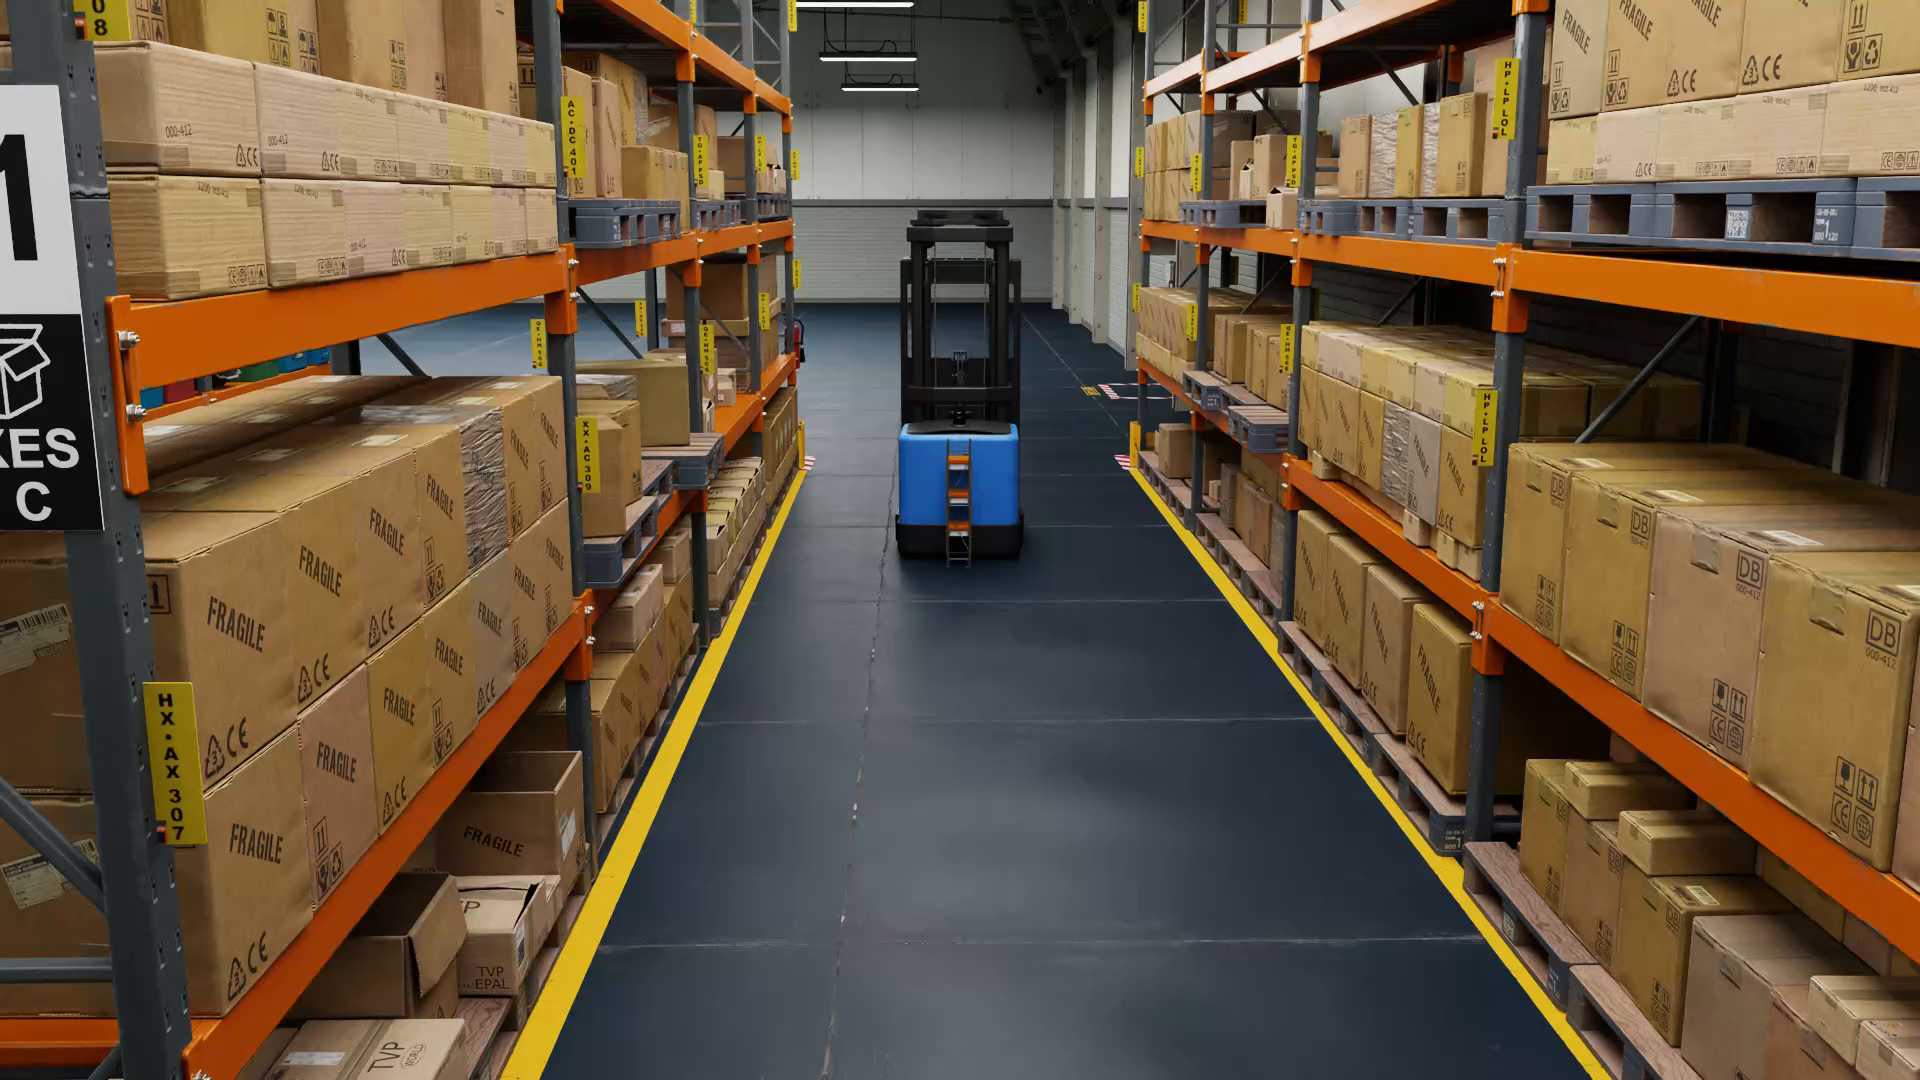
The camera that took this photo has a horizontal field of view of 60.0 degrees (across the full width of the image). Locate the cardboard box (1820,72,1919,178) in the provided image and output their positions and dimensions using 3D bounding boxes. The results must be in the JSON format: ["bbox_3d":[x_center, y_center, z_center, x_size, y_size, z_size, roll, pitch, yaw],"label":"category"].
[{"bbox_3d":[2.601,-1.062,4.273,0.500,0.250,0.500,-1,11,-3],"label":"cardboard box"}]

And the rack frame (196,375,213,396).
[{"bbox_3d":[-7.260,-1.507,14.943,1.000,3.000,0.127,0,11,-1],"label":"rack frame"}]

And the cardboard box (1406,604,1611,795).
[{"bbox_3d":[2.667,0.762,8.111,0.750,0.750,0.750,0,11,0],"label":"cardboard box"}]

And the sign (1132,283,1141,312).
[{"bbox_3d":[2.020,-2.765,18.966,0.100,0.325,0.005,0,11,-1],"label":"sign"}]

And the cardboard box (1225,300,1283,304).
[{"bbox_3d":[2.837,-2.049,16.054,0.500,0.500,0.500,0,11,-1],"label":"cardboard box"}]

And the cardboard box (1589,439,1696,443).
[{"bbox_3d":[3.053,-0.255,7.720,0.500,0.500,0.500,-1,11,-3],"label":"cardboard box"}]

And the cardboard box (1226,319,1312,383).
[{"bbox_3d":[2.626,-1.600,14.043,0.700,0.500,0.500,1,12,5],"label":"cardboard box"}]

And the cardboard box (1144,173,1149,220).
[{"bbox_3d":[2.319,-3.804,18.420,0.500,0.500,0.500,0,11,0],"label":"cardboard box"}]

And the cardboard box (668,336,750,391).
[{"bbox_3d":[-2.323,-1.664,15.465,0.700,0.500,0.500,-1,11,-3],"label":"cardboard box"}]

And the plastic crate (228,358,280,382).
[{"bbox_3d":[-7.006,-1.674,16.300,0.450,0.188,0.662,0,11,-1],"label":"plastic crate"}]

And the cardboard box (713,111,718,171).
[{"bbox_3d":[-2.334,-3.374,14.035,0.500,0.500,0.500,0,11,0],"label":"cardboard box"}]

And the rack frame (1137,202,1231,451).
[{"bbox_3d":[2.562,-2.343,19.063,1.000,3.000,0.127,0,11,-1],"label":"rack frame"}]

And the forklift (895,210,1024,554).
[{"bbox_3d":[0.008,-1.560,15.377,1.130,2.935,3.031,0,11,1],"label":"forklift"}]

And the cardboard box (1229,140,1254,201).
[{"bbox_3d":[2.576,-3.164,14.257,0.500,0.500,0.500,1,12,7],"label":"cardboard box"}]

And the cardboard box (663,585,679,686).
[{"bbox_3d":[-1.960,0.566,9.907,0.500,0.500,0.500,-1,11,-3],"label":"cardboard box"}]

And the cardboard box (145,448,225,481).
[{"bbox_3d":[-2.370,0.029,4.606,0.500,0.500,0.500,0,11,0],"label":"cardboard box"}]

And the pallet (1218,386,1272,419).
[{"bbox_3d":[2.646,-1.052,13.182,1.003,0.211,1.213,0,11,-1],"label":"pallet"}]

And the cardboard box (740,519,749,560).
[{"bbox_3d":[-1.980,0.000,13.376,0.500,0.250,0.500,0,11,0],"label":"cardboard box"}]

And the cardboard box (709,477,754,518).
[{"bbox_3d":[-1.988,-0.378,13.826,0.500,0.311,0.500,0,11,-1],"label":"cardboard box"}]

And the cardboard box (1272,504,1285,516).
[{"bbox_3d":[2.766,0.011,12.641,0.700,0.500,0.500,0,11,-1],"label":"cardboard box"}]

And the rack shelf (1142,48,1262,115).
[{"bbox_3d":[2.604,-4.531,16.579,1.077,0.370,4.000,0,11,-1],"label":"rack shelf"}]

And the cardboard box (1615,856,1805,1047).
[{"bbox_3d":[2.739,1.413,5.782,0.700,0.500,0.500,0,11,0],"label":"cardboard box"}]

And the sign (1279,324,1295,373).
[{"bbox_3d":[2.185,-1.277,11.097,0.100,0.325,0.005,0,11,-1],"label":"sign"}]

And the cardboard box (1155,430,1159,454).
[{"bbox_3d":[2.487,-1.103,18.607,0.500,0.311,0.500,-2,12,-8],"label":"cardboard box"}]

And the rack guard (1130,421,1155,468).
[{"bbox_3d":[2.564,-1.103,19.237,1.175,0.500,0.348,0,11,-1],"label":"rack guard"}]

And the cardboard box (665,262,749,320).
[{"bbox_3d":[-2.323,-2.300,15.336,0.700,0.500,0.500,0,11,-1],"label":"cardboard box"}]

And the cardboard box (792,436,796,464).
[{"bbox_3d":[-2.061,-0.975,18.182,0.500,0.250,0.500,0,11,-1],"label":"cardboard box"}]

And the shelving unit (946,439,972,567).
[{"bbox_3d":[-0.009,-0.311,13.953,0.215,1.050,0.252,0,11,1],"label":"shelving unit"}]

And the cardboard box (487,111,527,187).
[{"bbox_3d":[-1.854,-1.383,5.907,0.500,0.250,0.500,0,11,-1],"label":"cardboard box"}]

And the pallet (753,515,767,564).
[{"bbox_3d":[-2.253,-0.014,14.596,1.003,0.211,1.213,0,11,-1],"label":"pallet"}]

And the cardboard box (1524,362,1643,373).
[{"bbox_3d":[3.044,-0.726,8.158,0.500,0.250,0.500,0,11,0],"label":"cardboard box"}]

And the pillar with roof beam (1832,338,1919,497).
[{"bbox_3d":[-0.614,-2.744,5.953,9.100,9.000,0.400,0,11,-1],"label":"pillar with roof beam"}]

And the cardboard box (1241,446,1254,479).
[{"bbox_3d":[2.689,-0.672,14.122,0.500,0.250,0.500,0,11,-2],"label":"cardboard box"}]

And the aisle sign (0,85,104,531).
[{"bbox_3d":[-1.764,-0.403,2.963,0.394,0.787,0.004,0,11,-1],"label":"aisle sign"}]

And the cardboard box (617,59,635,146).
[{"bbox_3d":[-2.212,-2.552,9.786,0.500,0.500,0.500,0,11,-1],"label":"cardboard box"}]

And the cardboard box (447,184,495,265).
[{"bbox_3d":[-1.848,-1.039,5.467,0.500,0.250,0.500,0,11,-1],"label":"cardboard box"}]

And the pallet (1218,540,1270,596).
[{"bbox_3d":[2.691,0.217,13.460,1.003,0.211,1.213,0,11,-1],"label":"pallet"}]

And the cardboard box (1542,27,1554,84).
[{"bbox_3d":[2.923,-2.235,7.744,0.500,0.250,0.500,1,11,3],"label":"cardboard box"}]

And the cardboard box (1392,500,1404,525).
[{"bbox_3d":[2.538,-0.163,8.899,0.380,0.149,0.250,-1,11,-3],"label":"cardboard box"}]

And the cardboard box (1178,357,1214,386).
[{"bbox_3d":[2.332,-1.577,15.615,0.500,0.250,0.500,0,11,-1],"label":"cardboard box"}]

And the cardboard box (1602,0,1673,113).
[{"bbox_3d":[2.562,-1.731,5.688,0.500,0.500,0.500,0,11,-2],"label":"cardboard box"}]

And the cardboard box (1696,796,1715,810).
[{"bbox_3d":[2.938,1.020,6.084,0.380,0.149,0.250,-1,11,-3],"label":"cardboard box"}]

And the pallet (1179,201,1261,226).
[{"bbox_3d":[2.551,-2.803,14.257,1.213,0.211,1.003,0,11,-1],"label":"pallet"}]

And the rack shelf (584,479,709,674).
[{"bbox_3d":[-2.183,0.019,9.232,1.077,0.370,4.000,0,11,-1],"label":"rack shelf"}]

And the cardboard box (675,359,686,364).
[{"bbox_3d":[-2.276,-1.114,12.754,0.500,0.500,0.500,-1,11,-4],"label":"cardboard box"}]

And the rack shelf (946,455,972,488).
[{"bbox_3d":[-0.009,-0.579,13.898,0.215,0.259,0.240,0,11,1],"label":"rack shelf"}]

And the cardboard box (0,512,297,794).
[{"bbox_3d":[-1.805,0.230,3.613,0.500,0.500,0.500,0,11,1],"label":"cardboard box"}]

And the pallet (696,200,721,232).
[{"bbox_3d":[-2.328,-2.244,11.504,1.213,0.211,1.003,0,11,1],"label":"pallet"}]

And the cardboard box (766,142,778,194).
[{"bbox_3d":[-2.215,-3.650,16.292,0.797,0.503,0.637,1,12,5],"label":"cardboard box"}]

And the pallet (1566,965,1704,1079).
[{"bbox_3d":[2.776,1.804,5.637,1.003,0.211,1.213,0,11,-1],"label":"pallet"}]

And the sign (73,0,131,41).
[{"bbox_3d":[-1.517,-1.042,2.908,0.100,0.325,0.005,0,11,-1],"label":"sign"}]

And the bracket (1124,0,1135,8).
[{"bbox_3d":[2.901,-8.701,26.260,0.076,0.066,4.783,0,11,-1],"label":"bracket"}]

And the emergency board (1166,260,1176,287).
[{"bbox_3d":[3.305,-3.891,26.696,0.194,1.169,0.643,0,11,-1],"label":"emergency board"}]

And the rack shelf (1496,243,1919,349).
[{"bbox_3d":[2.852,-0.677,5.119,1.077,0.370,4.000,0,11,-1],"label":"rack shelf"}]

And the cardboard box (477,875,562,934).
[{"bbox_3d":[-1.779,1.432,6.522,0.380,0.149,0.250,0,11,-1],"label":"cardboard box"}]

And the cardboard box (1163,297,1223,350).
[{"bbox_3d":[2.310,-2.144,16.522,0.500,0.500,0.500,-1,11,-3],"label":"cardboard box"}]
